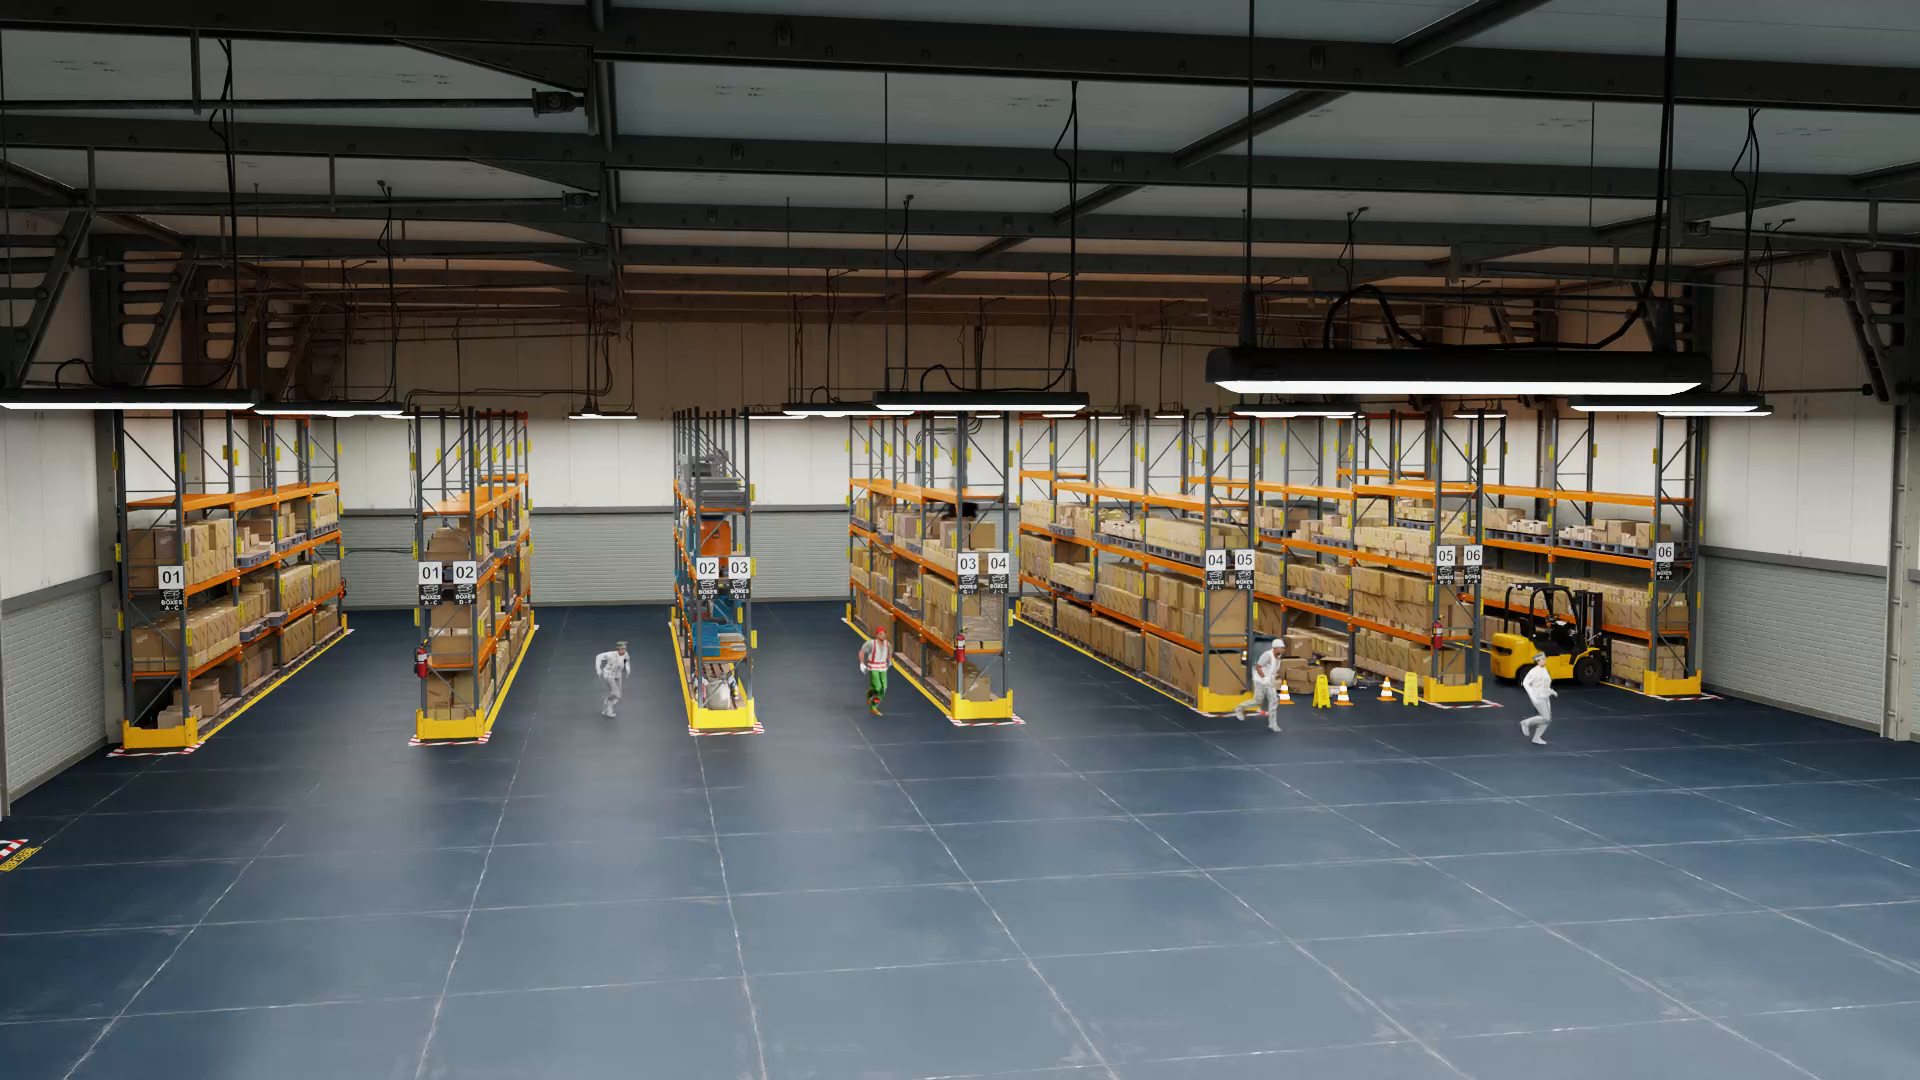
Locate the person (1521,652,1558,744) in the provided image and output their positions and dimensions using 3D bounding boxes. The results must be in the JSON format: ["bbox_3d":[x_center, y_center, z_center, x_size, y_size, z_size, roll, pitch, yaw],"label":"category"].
[{"bbox_3d":[10.320,2.804,29.593,0.629,1.652,0.555,-4,5,-42],"label":"person"}]

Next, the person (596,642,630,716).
[{"bbox_3d":[-6.697,2.695,32.110,0.645,1.497,0.822,-4,6,-44],"label":"person"}]

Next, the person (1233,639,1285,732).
[{"bbox_3d":[5.602,2.681,31.055,1.032,1.728,0.706,2,5,31],"label":"person"}]

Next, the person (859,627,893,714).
[{"bbox_3d":[-1.597,2.551,32.476,0.660,1.731,0.637,-2,5,-29],"label":"person"}]

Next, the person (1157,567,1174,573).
[{"bbox_3d":[6.277,1.314,50.770,0.656,1.699,0.602,0,4,6],"label":"person"}]
